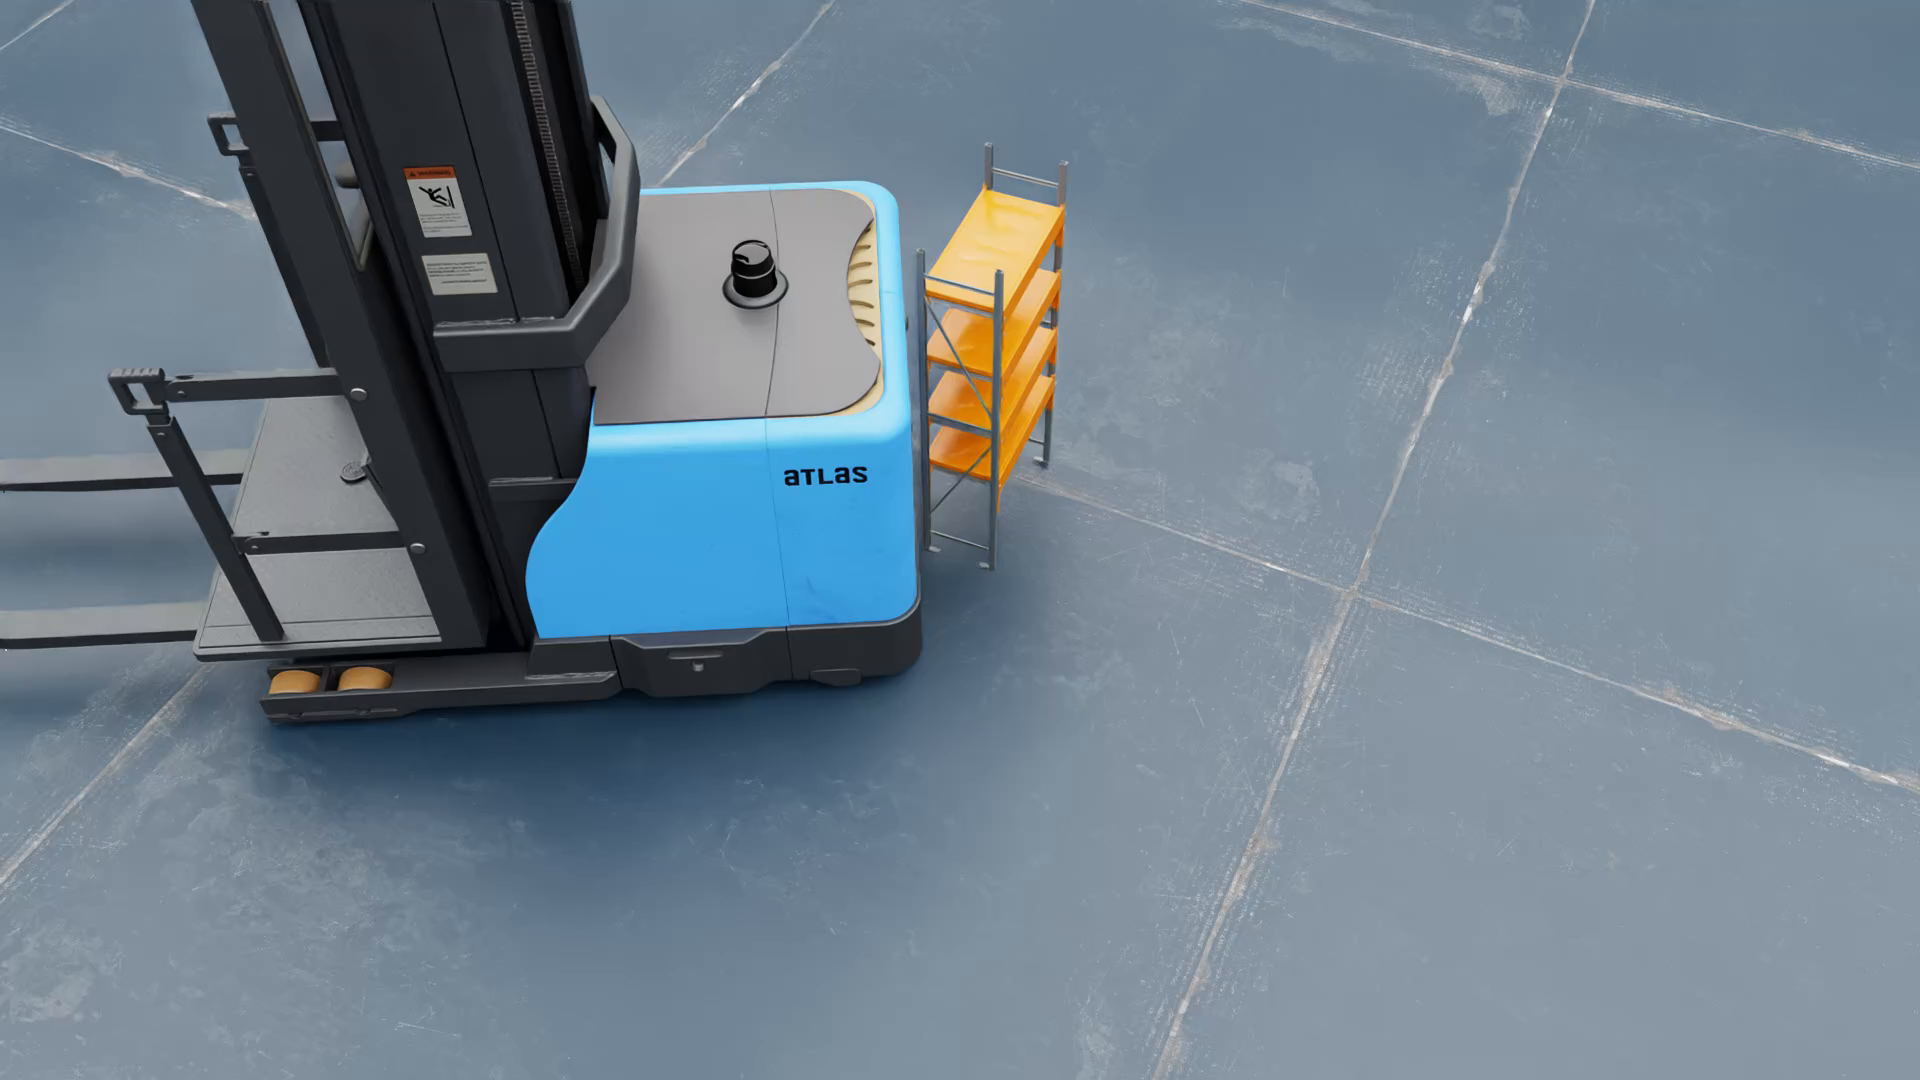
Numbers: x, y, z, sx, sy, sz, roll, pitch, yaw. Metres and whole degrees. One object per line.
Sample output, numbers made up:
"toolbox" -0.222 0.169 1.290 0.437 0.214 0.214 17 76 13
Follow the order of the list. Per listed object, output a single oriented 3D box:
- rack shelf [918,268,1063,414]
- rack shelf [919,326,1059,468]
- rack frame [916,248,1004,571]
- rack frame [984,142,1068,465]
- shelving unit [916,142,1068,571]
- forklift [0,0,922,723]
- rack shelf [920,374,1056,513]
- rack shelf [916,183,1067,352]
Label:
"rack shelf" 0.091 -0.605 4.772 0.258 0.148 0.480 17 52 14
"rack shelf" 0.091 -0.460 4.942 0.258 0.148 0.480 17 52 14
"rack frame" -0.001 -0.331 4.744 0.240 1.200 0.015 17 52 14
"rack frame" 0.182 -0.676 5.037 0.240 1.200 0.015 17 52 14
"shelving unit" 0.091 -0.504 4.891 0.258 1.200 0.503 17 52 14
"forklift" -1.650 -0.842 4.042 3.031 2.935 1.130 -3 50 -2
"rack shelf" 0.091 -0.331 5.093 0.258 0.148 0.480 17 52 14
"rack shelf" 0.091 -0.758 4.591 0.258 0.148 0.480 17 52 14
